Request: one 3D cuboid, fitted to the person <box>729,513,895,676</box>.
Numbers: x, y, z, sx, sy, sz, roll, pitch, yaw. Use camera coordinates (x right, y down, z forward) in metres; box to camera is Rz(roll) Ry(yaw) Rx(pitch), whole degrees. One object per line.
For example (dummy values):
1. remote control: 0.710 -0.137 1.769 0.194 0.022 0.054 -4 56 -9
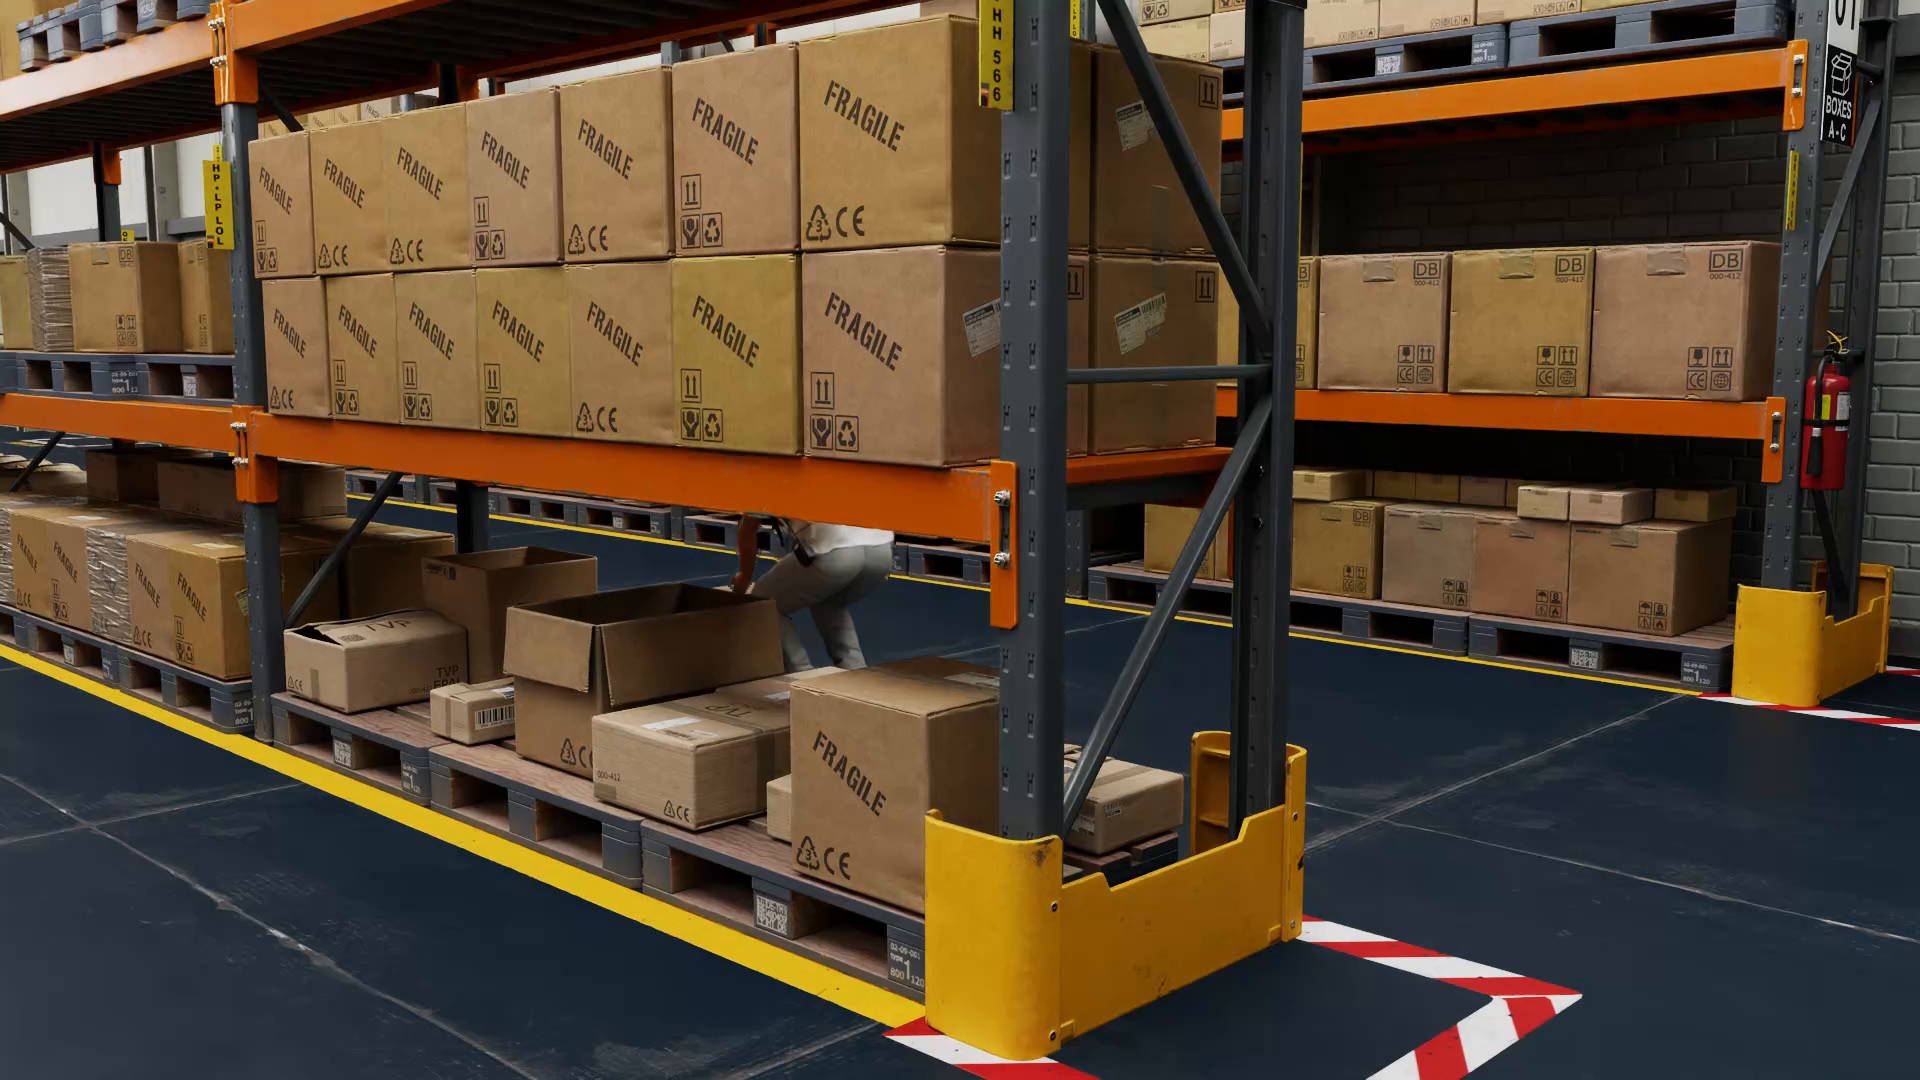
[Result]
1. person: -0.674 0.080 7.248 0.783 1.268 0.538 7 10 43
